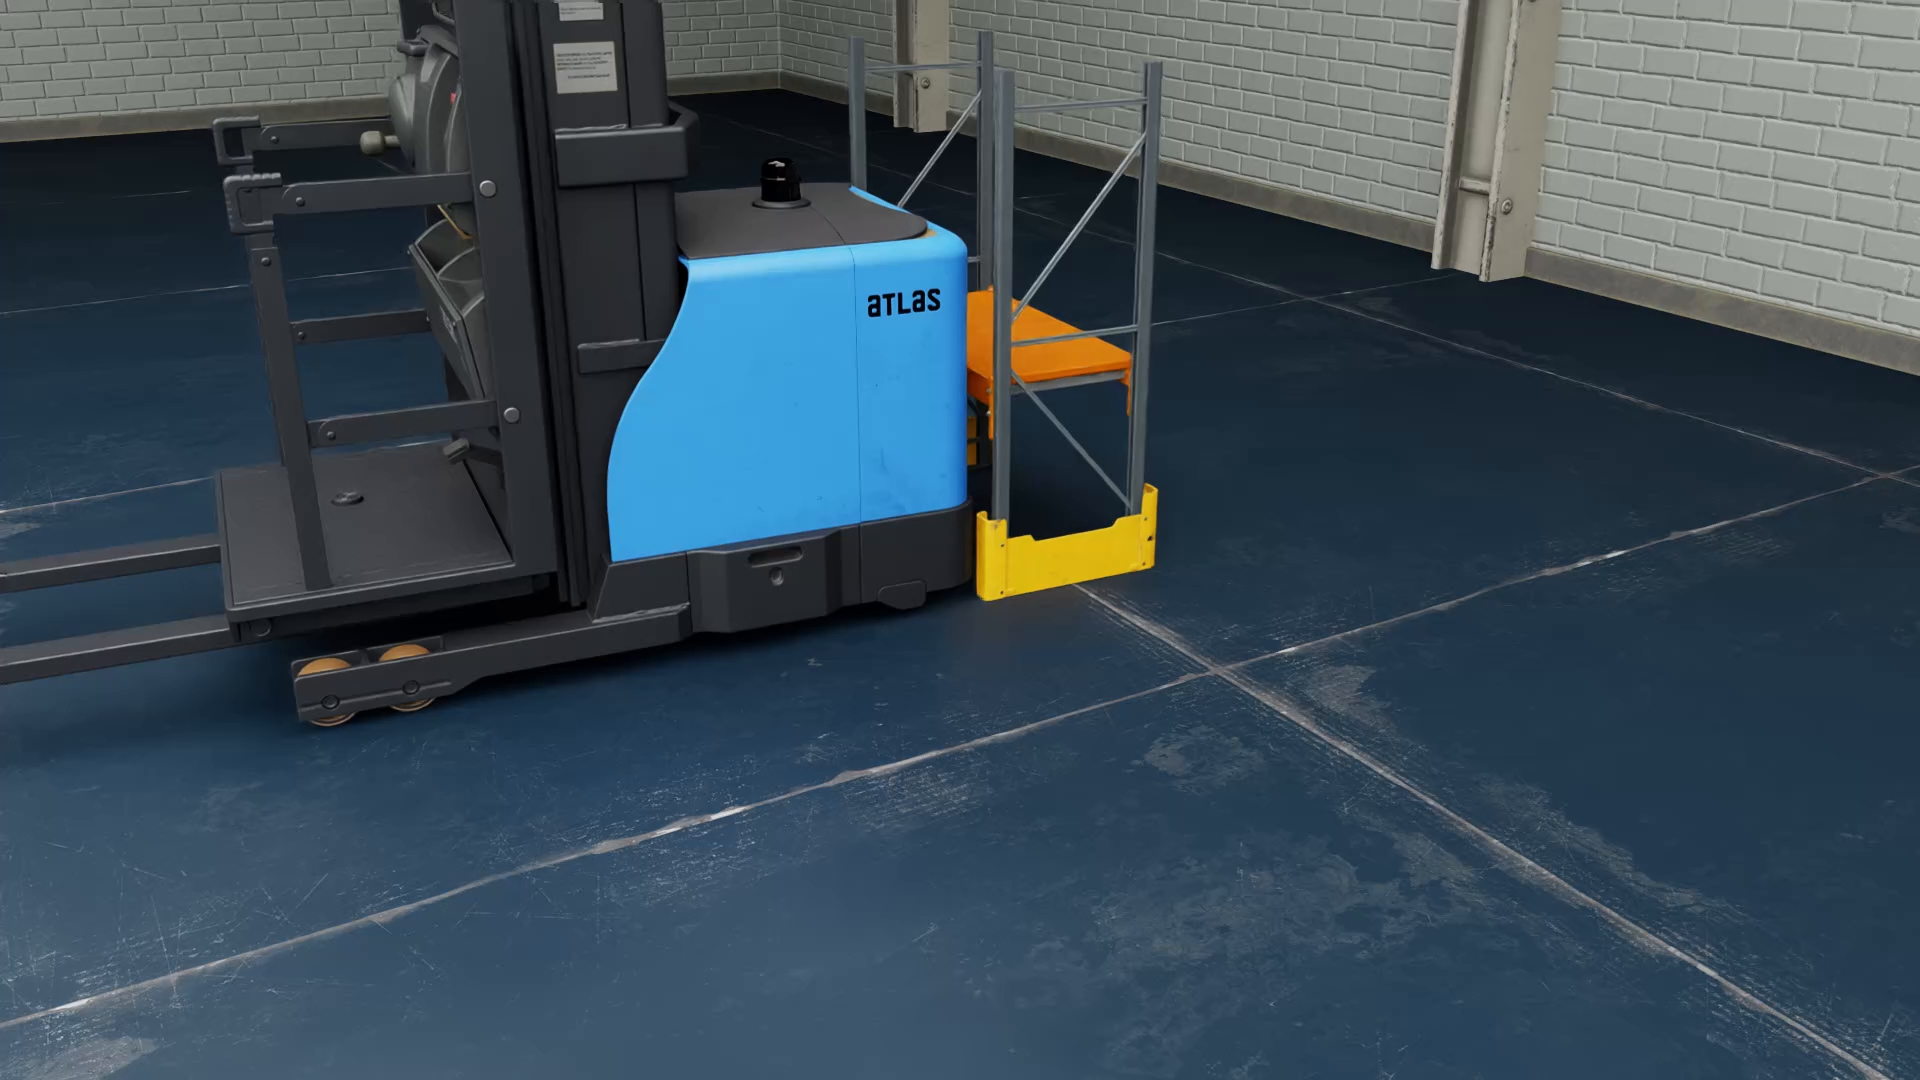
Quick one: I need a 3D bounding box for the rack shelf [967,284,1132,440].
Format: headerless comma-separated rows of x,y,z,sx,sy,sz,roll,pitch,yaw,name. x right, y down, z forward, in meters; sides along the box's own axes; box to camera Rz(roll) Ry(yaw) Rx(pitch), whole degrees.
0.101,-0.582,5.230,0.538,0.185,1.000,-10,24,-24,rack shelf

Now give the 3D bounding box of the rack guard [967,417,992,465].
-0.114,-0.335,5.805,0.587,0.250,0.087,-10,24,-24,rack guard

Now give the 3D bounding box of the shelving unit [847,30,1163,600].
0.105,-0.746,5.154,0.587,1.500,1.083,-10,24,-24,shelving unit

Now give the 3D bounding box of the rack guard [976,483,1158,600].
0.323,0.002,4.975,0.587,0.250,0.087,-10,24,-24,rack guard

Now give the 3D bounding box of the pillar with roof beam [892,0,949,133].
-4.016,-6.708,9.865,9.100,9.000,0.400,-13,25,-28,pillar with roof beam

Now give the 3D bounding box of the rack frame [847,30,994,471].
-0.122,-0.921,5.585,0.500,1.500,0.032,-10,24,-24,rack frame

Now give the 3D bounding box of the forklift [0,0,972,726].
-1.528,-1.118,4.169,3.031,2.935,1.130,-9,24,-22,forklift

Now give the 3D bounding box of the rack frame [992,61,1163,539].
0.323,-0.577,4.739,0.500,1.500,0.032,-10,24,-24,rack frame

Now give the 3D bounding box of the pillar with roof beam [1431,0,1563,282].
-0.951,-4.766,5.086,9.100,9.000,0.400,-13,25,-28,pillar with roof beam
